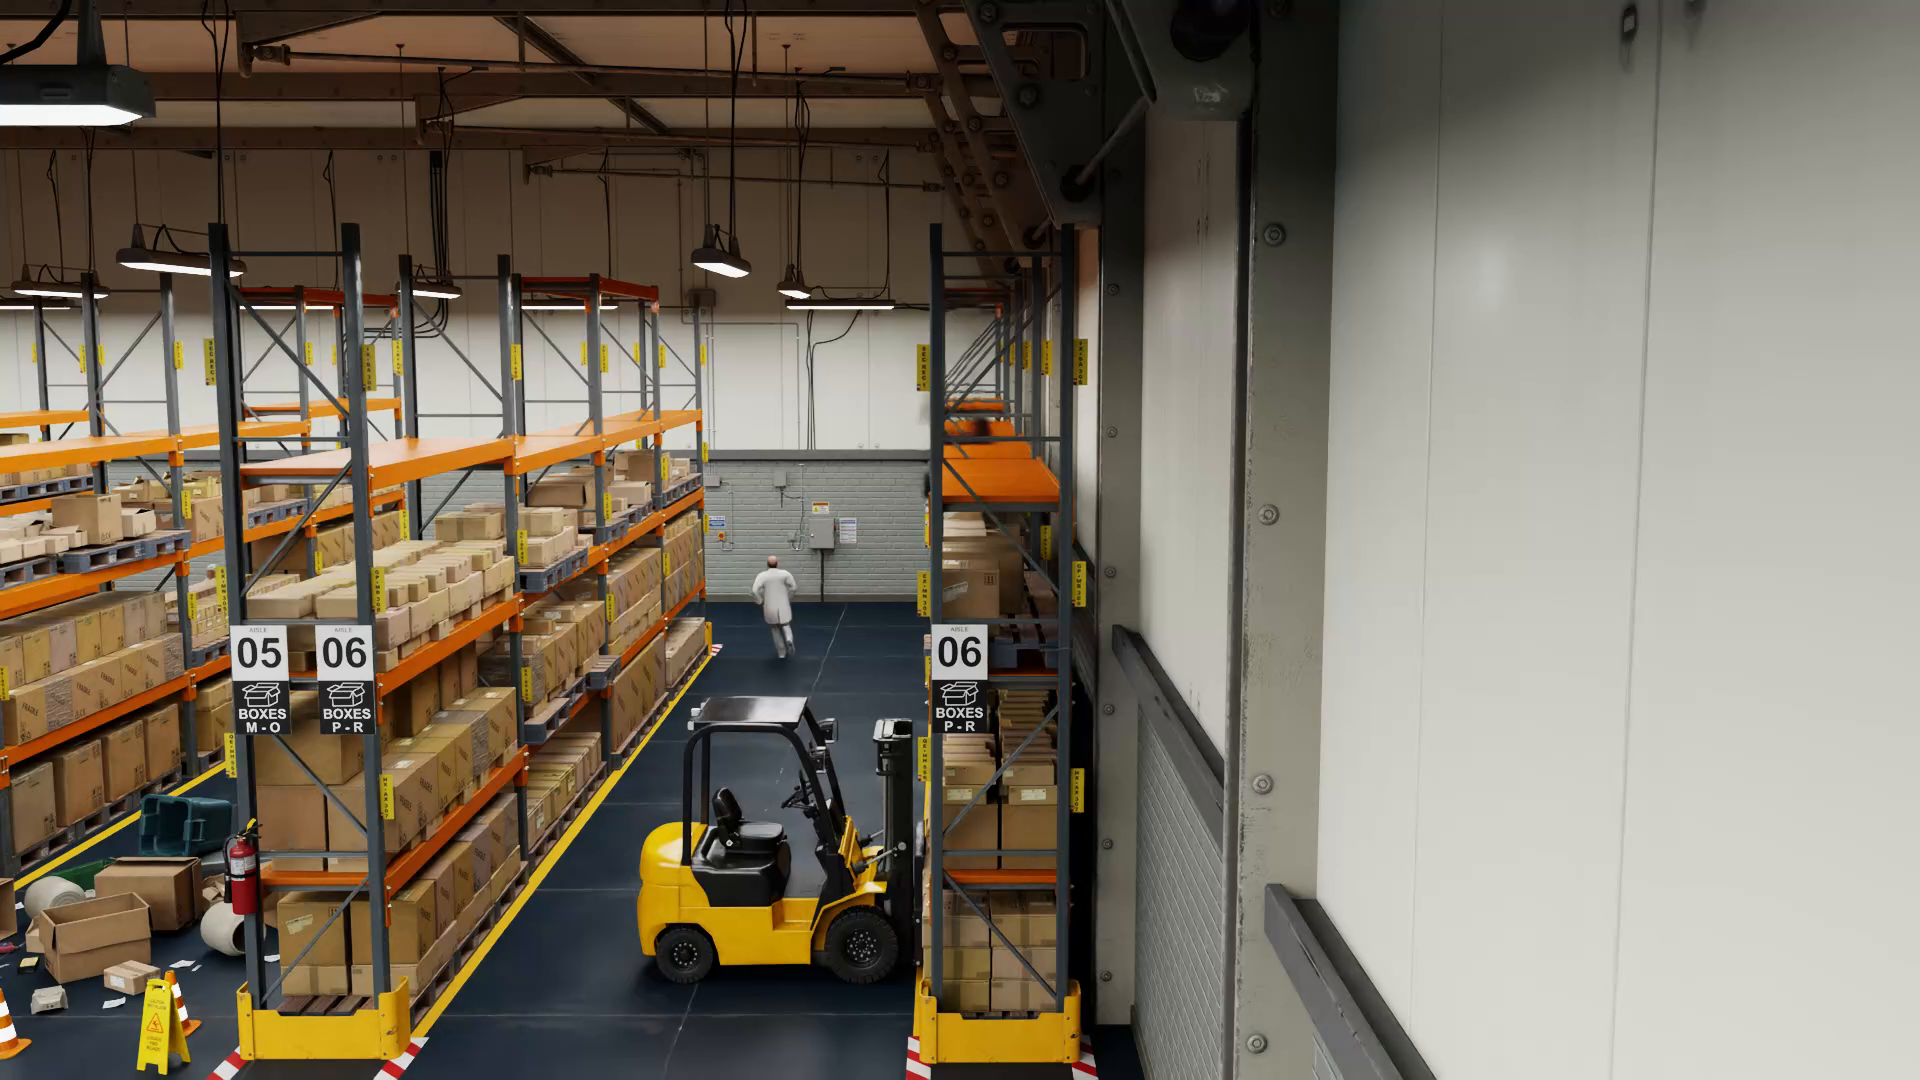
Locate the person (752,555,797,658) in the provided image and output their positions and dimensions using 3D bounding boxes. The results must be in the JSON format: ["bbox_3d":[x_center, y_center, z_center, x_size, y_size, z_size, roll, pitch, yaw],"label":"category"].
[{"bbox_3d":[-3.056,1.114,27.410,0.749,1.730,0.739,-2,7,-14],"label":"person"}]

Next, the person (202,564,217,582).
[{"bbox_3d":[-12.162,1.198,27.169,0.623,1.635,0.531,0,7,-2],"label":"person"}]
